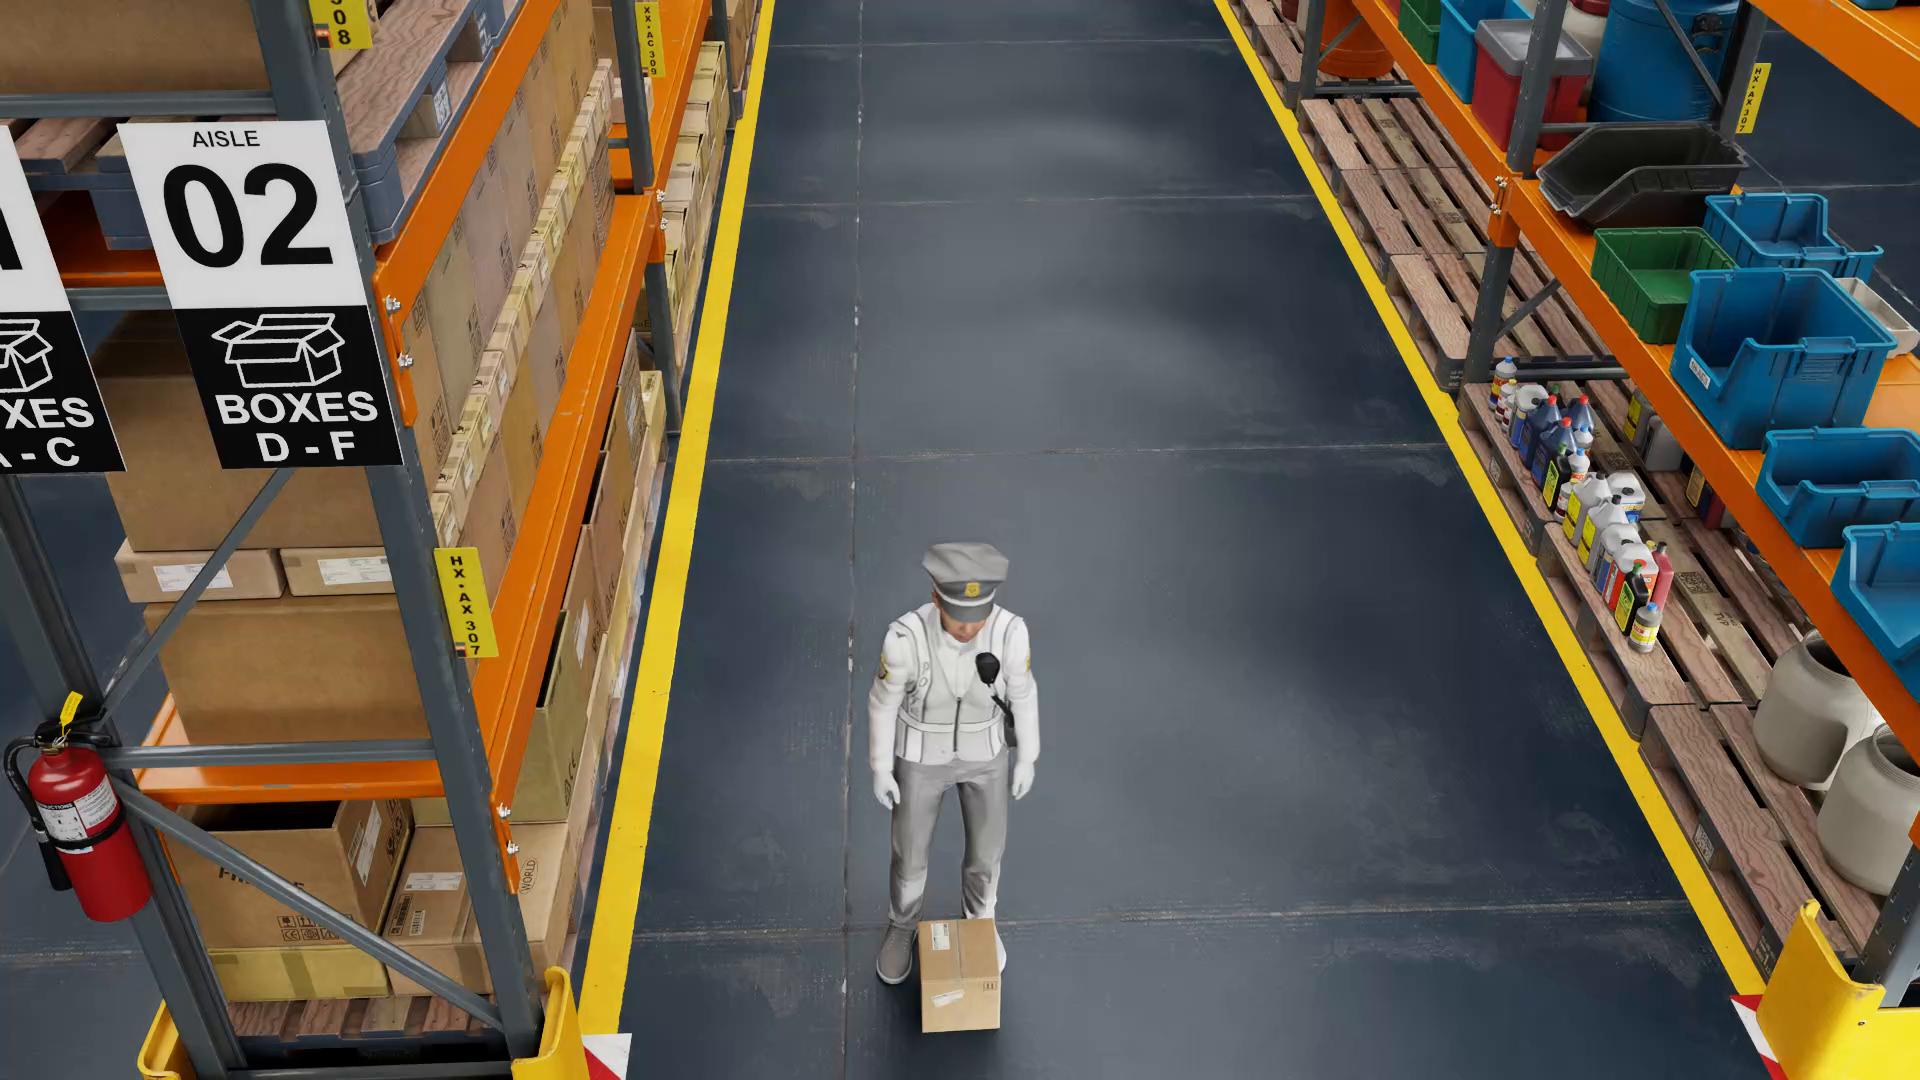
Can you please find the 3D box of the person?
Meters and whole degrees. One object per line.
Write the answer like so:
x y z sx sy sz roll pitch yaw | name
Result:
-0.019 0.692 5.172 0.541 1.661 0.375 -4 36 -5 | person
